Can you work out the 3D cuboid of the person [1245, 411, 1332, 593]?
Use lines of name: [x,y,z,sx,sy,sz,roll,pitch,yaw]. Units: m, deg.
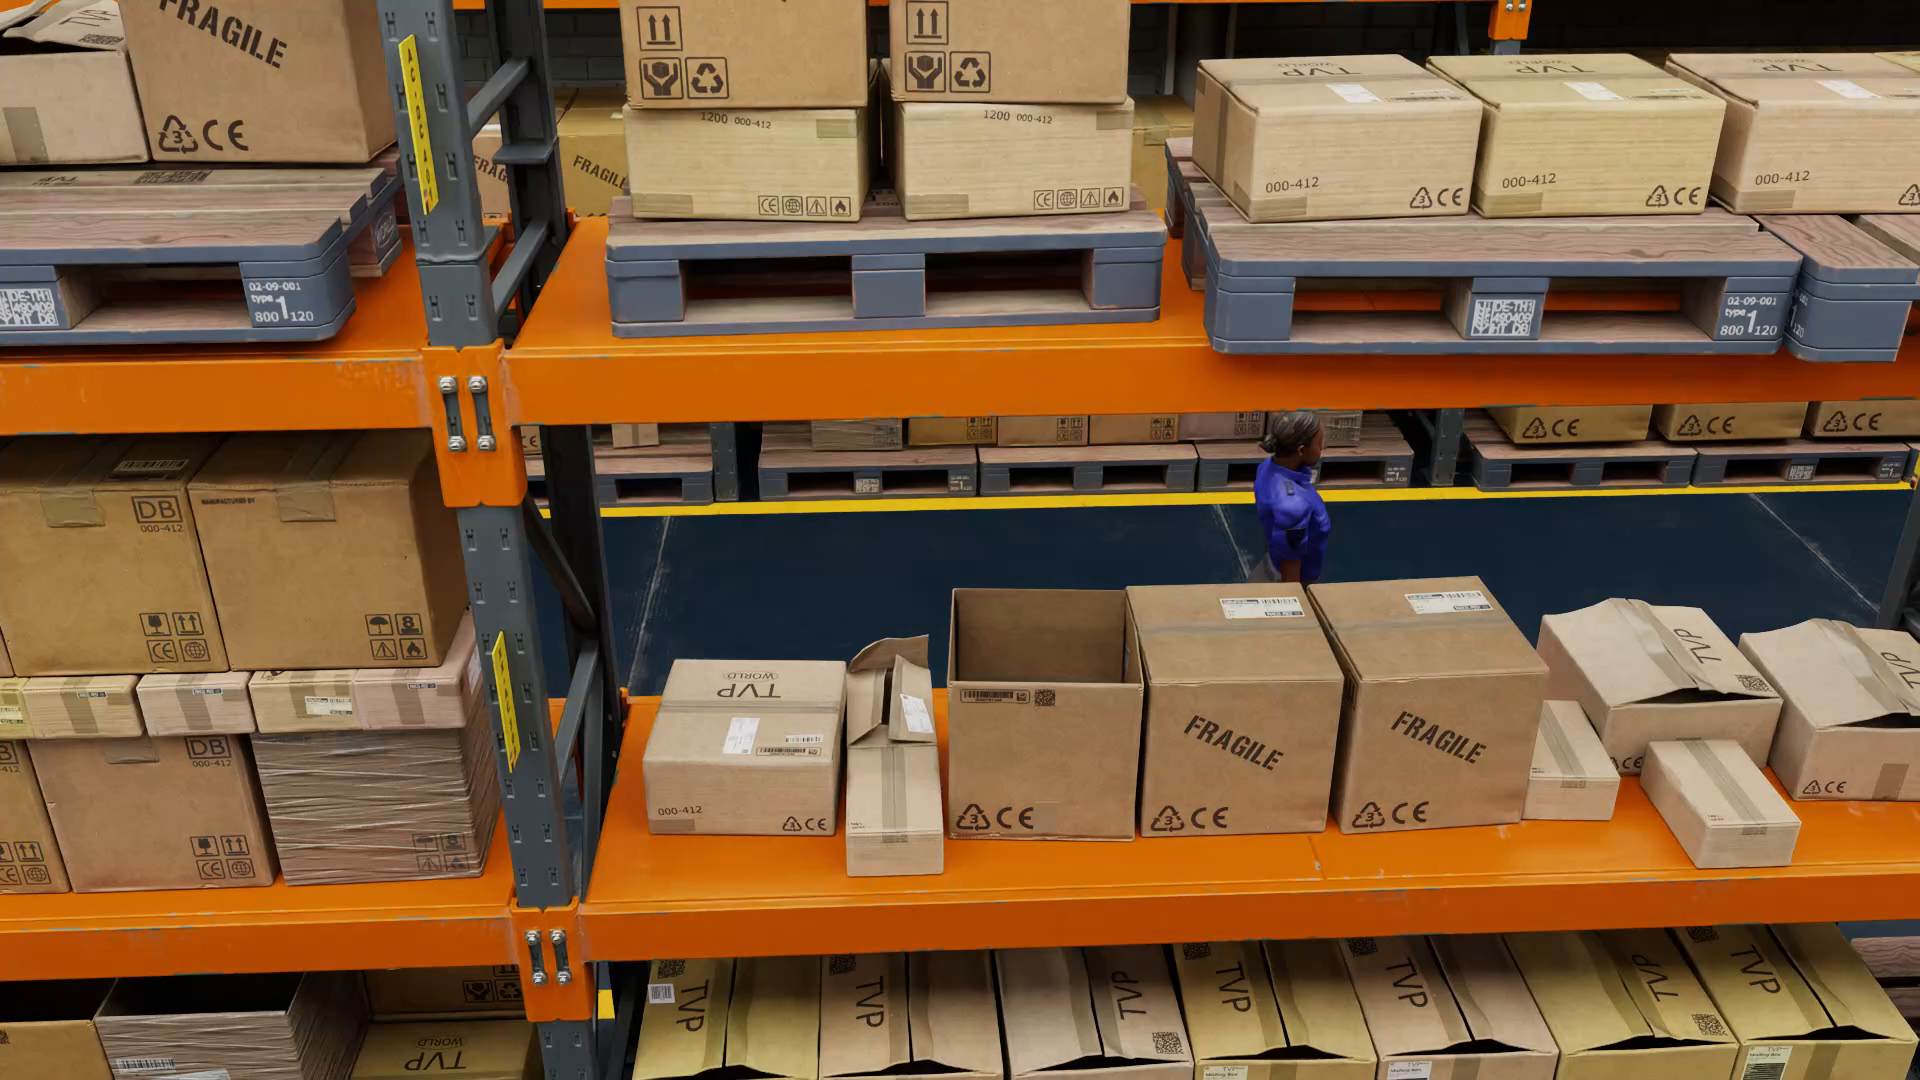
person: [1.267,0.245,6.549,0.307,1.665,0.437,-1,28,-1]
